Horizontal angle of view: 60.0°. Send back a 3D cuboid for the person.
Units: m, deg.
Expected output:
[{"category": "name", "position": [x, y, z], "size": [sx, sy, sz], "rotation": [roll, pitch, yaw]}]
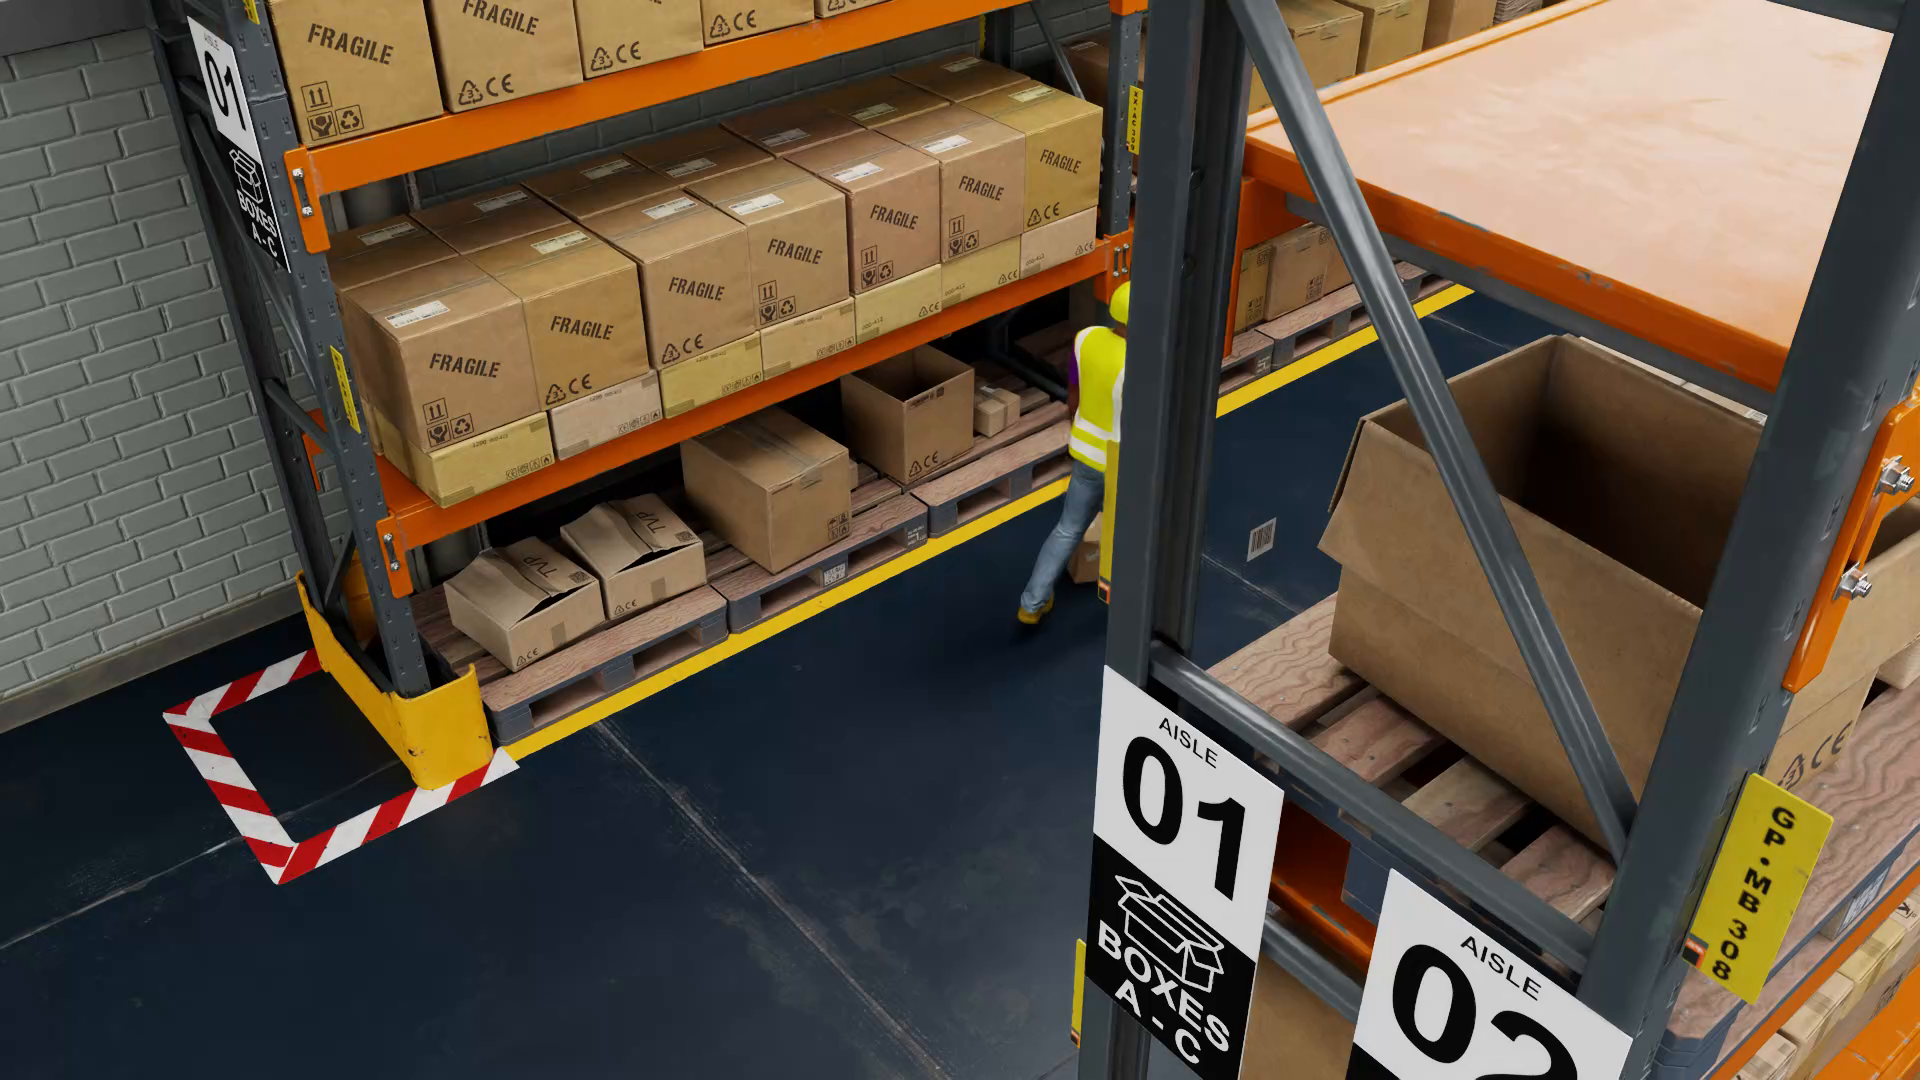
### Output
[{"category": "person", "position": [0.665, -0.388, 7.616], "size": [0.928, 1.728, 0.592], "rotation": [-28, 44, -33]}]
